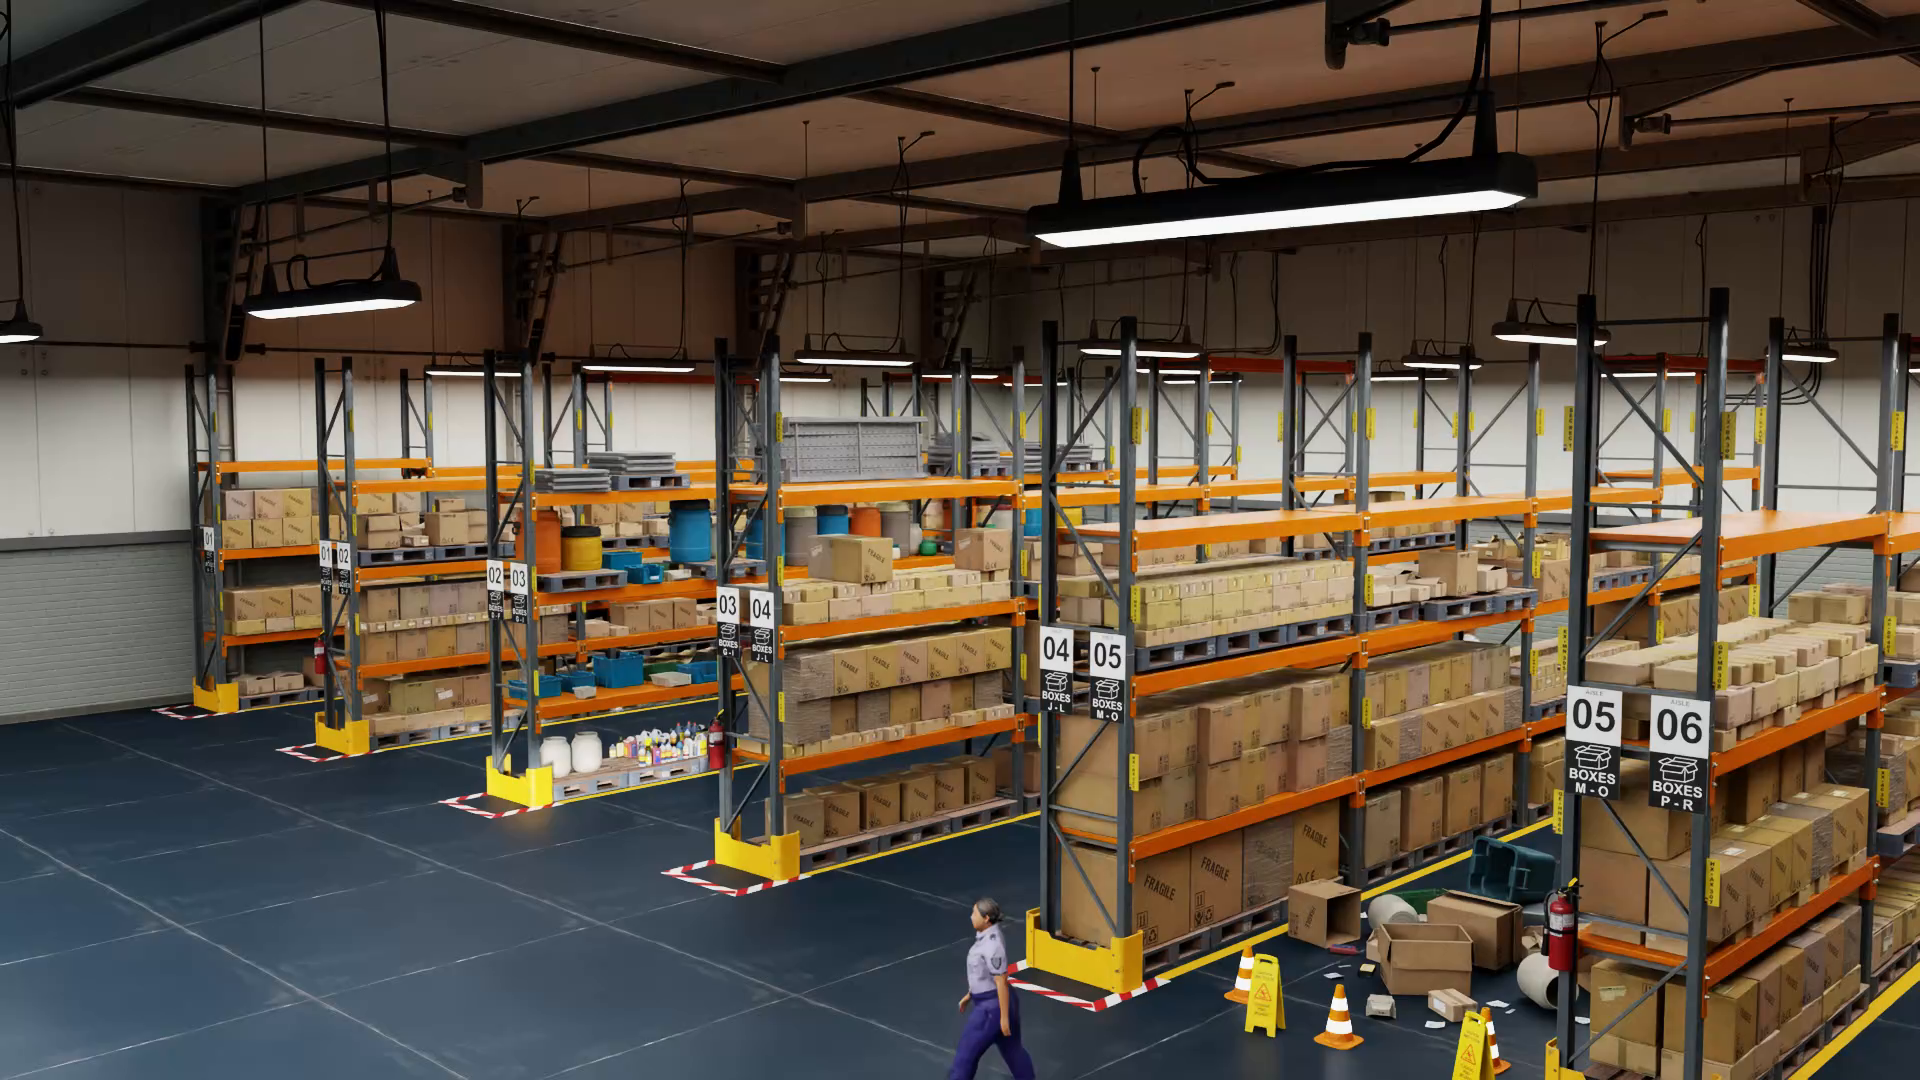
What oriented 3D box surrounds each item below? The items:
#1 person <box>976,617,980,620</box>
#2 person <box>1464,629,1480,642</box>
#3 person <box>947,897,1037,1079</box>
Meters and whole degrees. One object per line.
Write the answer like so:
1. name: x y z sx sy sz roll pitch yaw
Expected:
1. person: 0.668 1.291 39.064 0.965 1.706 0.536 2 5 28
2. person: 8.325 2.196 27.262 0.525 1.756 0.596 -2 5 -26
3. person: 0.143 3.409 12.162 0.946 1.604 0.543 0 4 6
